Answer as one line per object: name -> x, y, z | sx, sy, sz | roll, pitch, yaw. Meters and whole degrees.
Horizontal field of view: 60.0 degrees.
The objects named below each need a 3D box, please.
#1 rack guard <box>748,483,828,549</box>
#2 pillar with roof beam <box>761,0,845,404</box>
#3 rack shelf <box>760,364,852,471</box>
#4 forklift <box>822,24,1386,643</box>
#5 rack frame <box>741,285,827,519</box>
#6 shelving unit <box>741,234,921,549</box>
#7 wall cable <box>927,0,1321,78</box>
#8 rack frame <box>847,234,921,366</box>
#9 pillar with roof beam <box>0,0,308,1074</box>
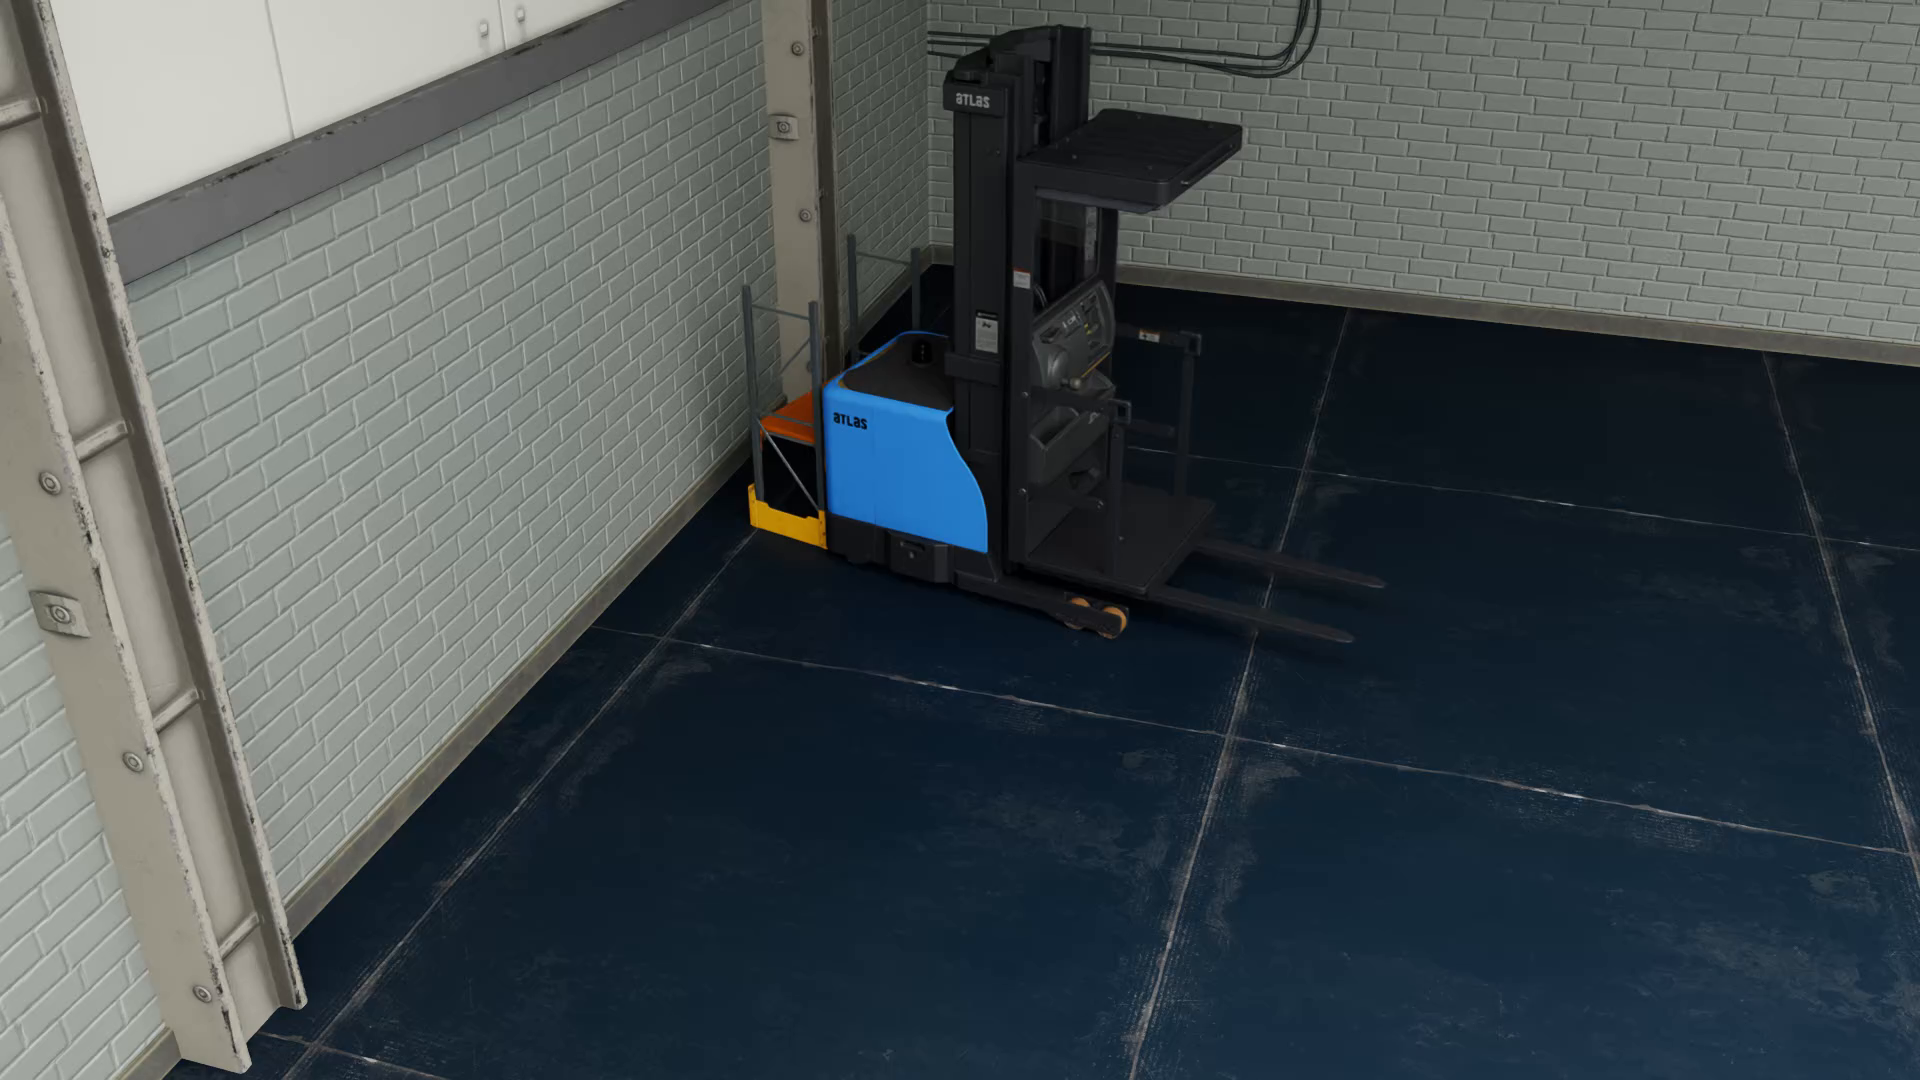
rack guard -> -0.987, -0.142, 9.748 | 0.587, 0.250, 0.087 | 17, 33, 27
pillar with roof beam -> 3.122, -4.235, 8.107 | 9.100, 9.000, 0.400 | 8, 30, 15
rack shelf -> -0.722, -0.741, 9.910 | 0.538, 0.185, 1.000 | 17, 33, 27
forklift -> 0.779, -1.056, 8.633 | 3.031, 2.935, 1.130 | 14, 32, 24
rack frame -> -0.987, -0.688, 9.444 | 0.500, 1.500, 0.032 | 17, 33, 27
shelving unit -> -0.726, -0.895, 9.816 | 0.587, 1.500, 1.083 | 17, 33, 27
wall cable -> 1.136, -4.673, 12.088 | 3.097, 2.526, 0.112 | 8, 30, 15
rack frame -> -0.456, -1.109, 10.201 | 0.500, 1.500, 0.032 | 17, 33, 27
pillar with roof beam -> 1.361, -1.447, 3.094 | 9.100, 9.000, 0.400 | 8, 30, 15
